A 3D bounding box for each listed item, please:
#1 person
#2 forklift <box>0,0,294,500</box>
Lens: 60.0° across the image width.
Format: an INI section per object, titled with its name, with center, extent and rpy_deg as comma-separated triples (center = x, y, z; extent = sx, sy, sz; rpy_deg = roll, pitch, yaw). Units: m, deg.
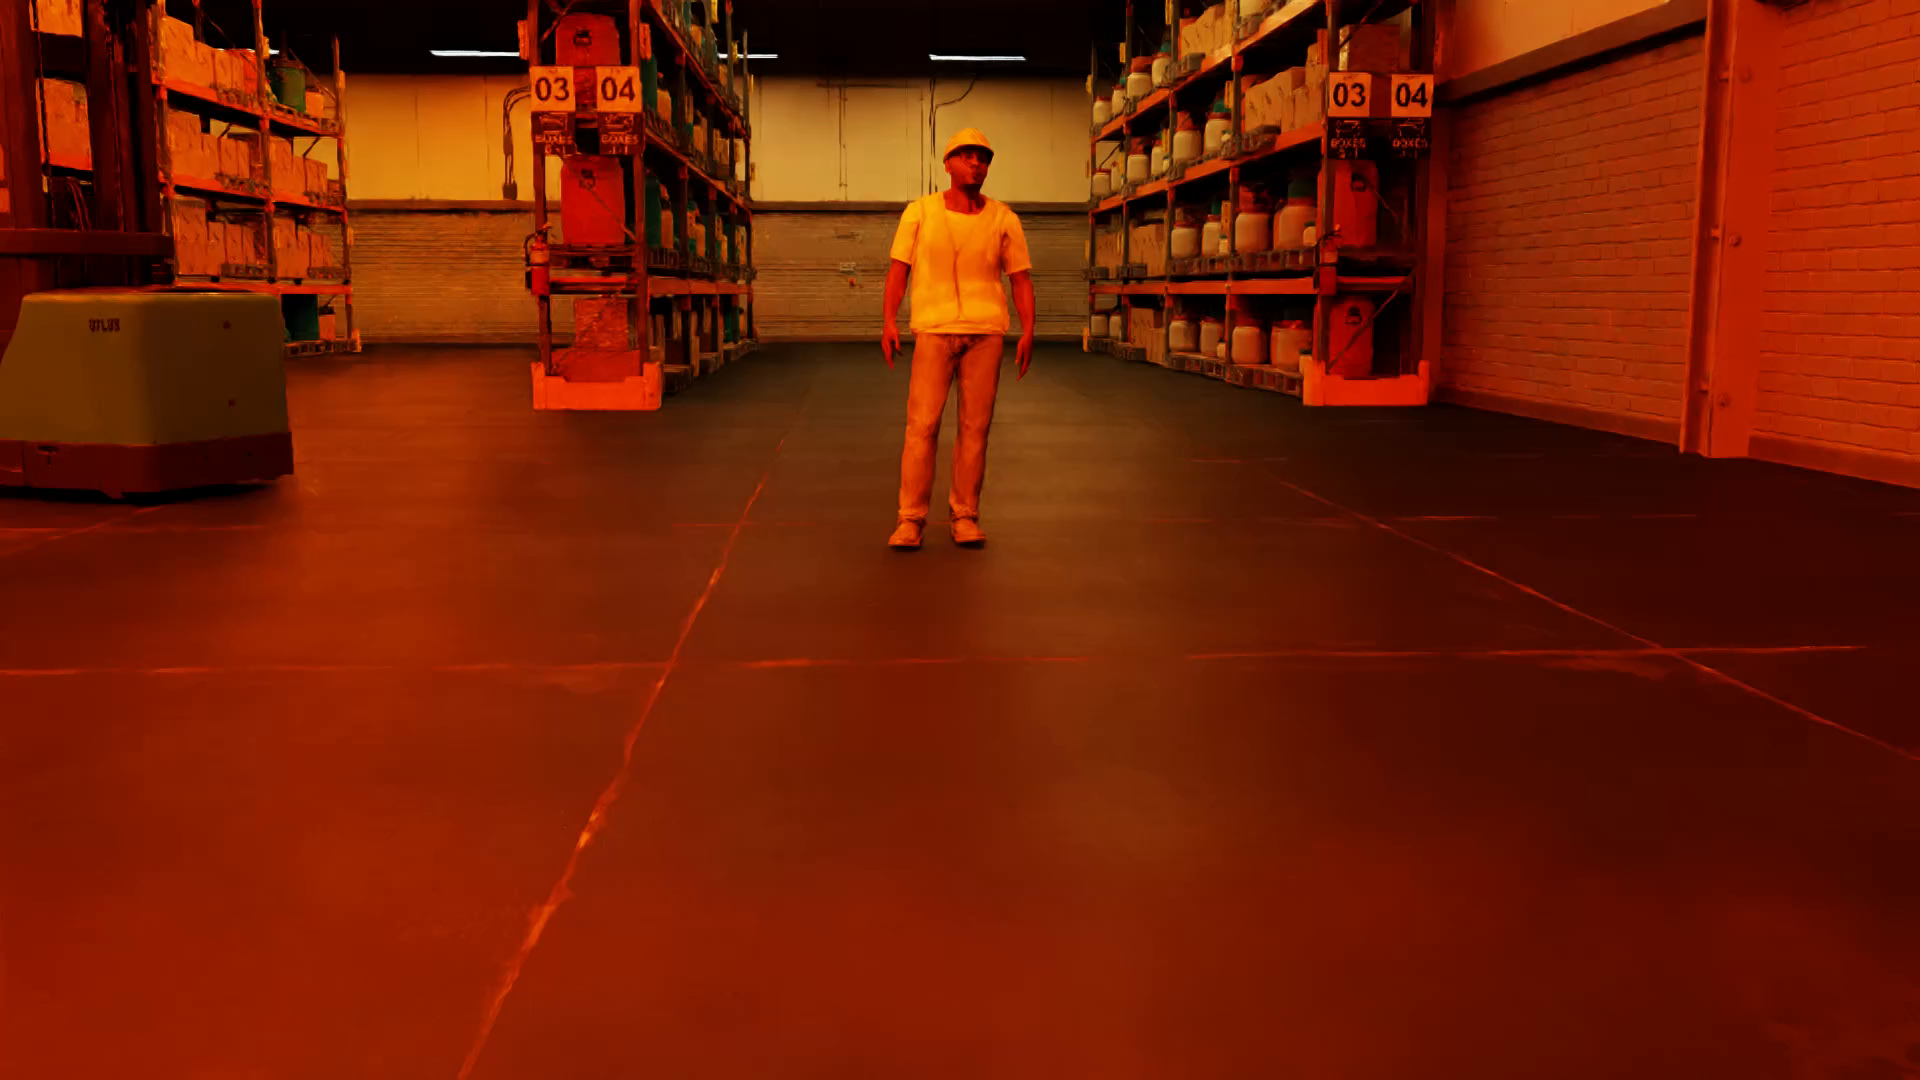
[person]
center = -0.001, -0.870, 7.110
extent = 0.665, 1.766, 0.576
rpy_deg = -1, 8, -4
[forklift]
center = -5.307, -1.772, 9.263
extent = 3.031, 2.935, 1.130
rpy_deg = 3, 9, 22
